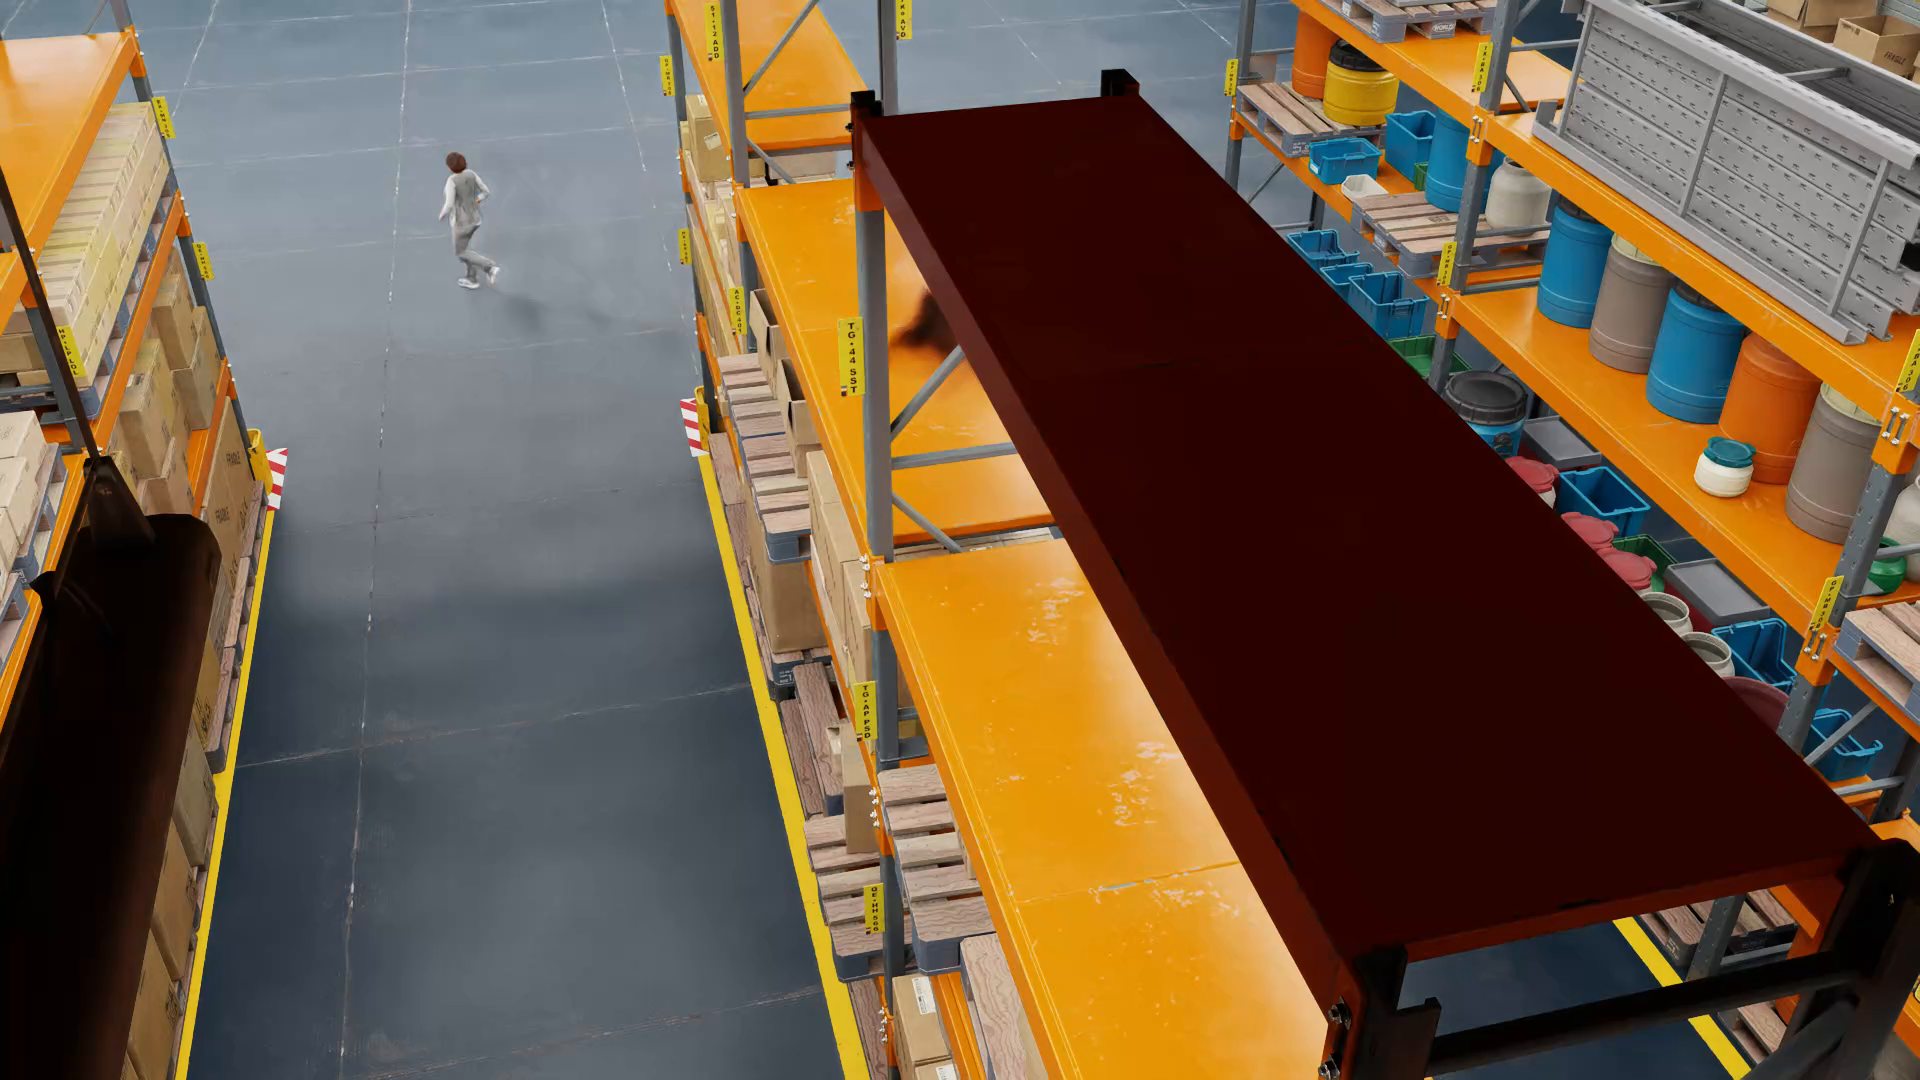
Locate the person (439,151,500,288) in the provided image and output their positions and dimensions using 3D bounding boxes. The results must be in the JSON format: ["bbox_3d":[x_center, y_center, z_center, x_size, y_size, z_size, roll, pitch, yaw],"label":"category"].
[{"bbox_3d":[-5.182,-3.360,17.616,0.678,1.555,0.575,16,38,22],"label":"person"}]
